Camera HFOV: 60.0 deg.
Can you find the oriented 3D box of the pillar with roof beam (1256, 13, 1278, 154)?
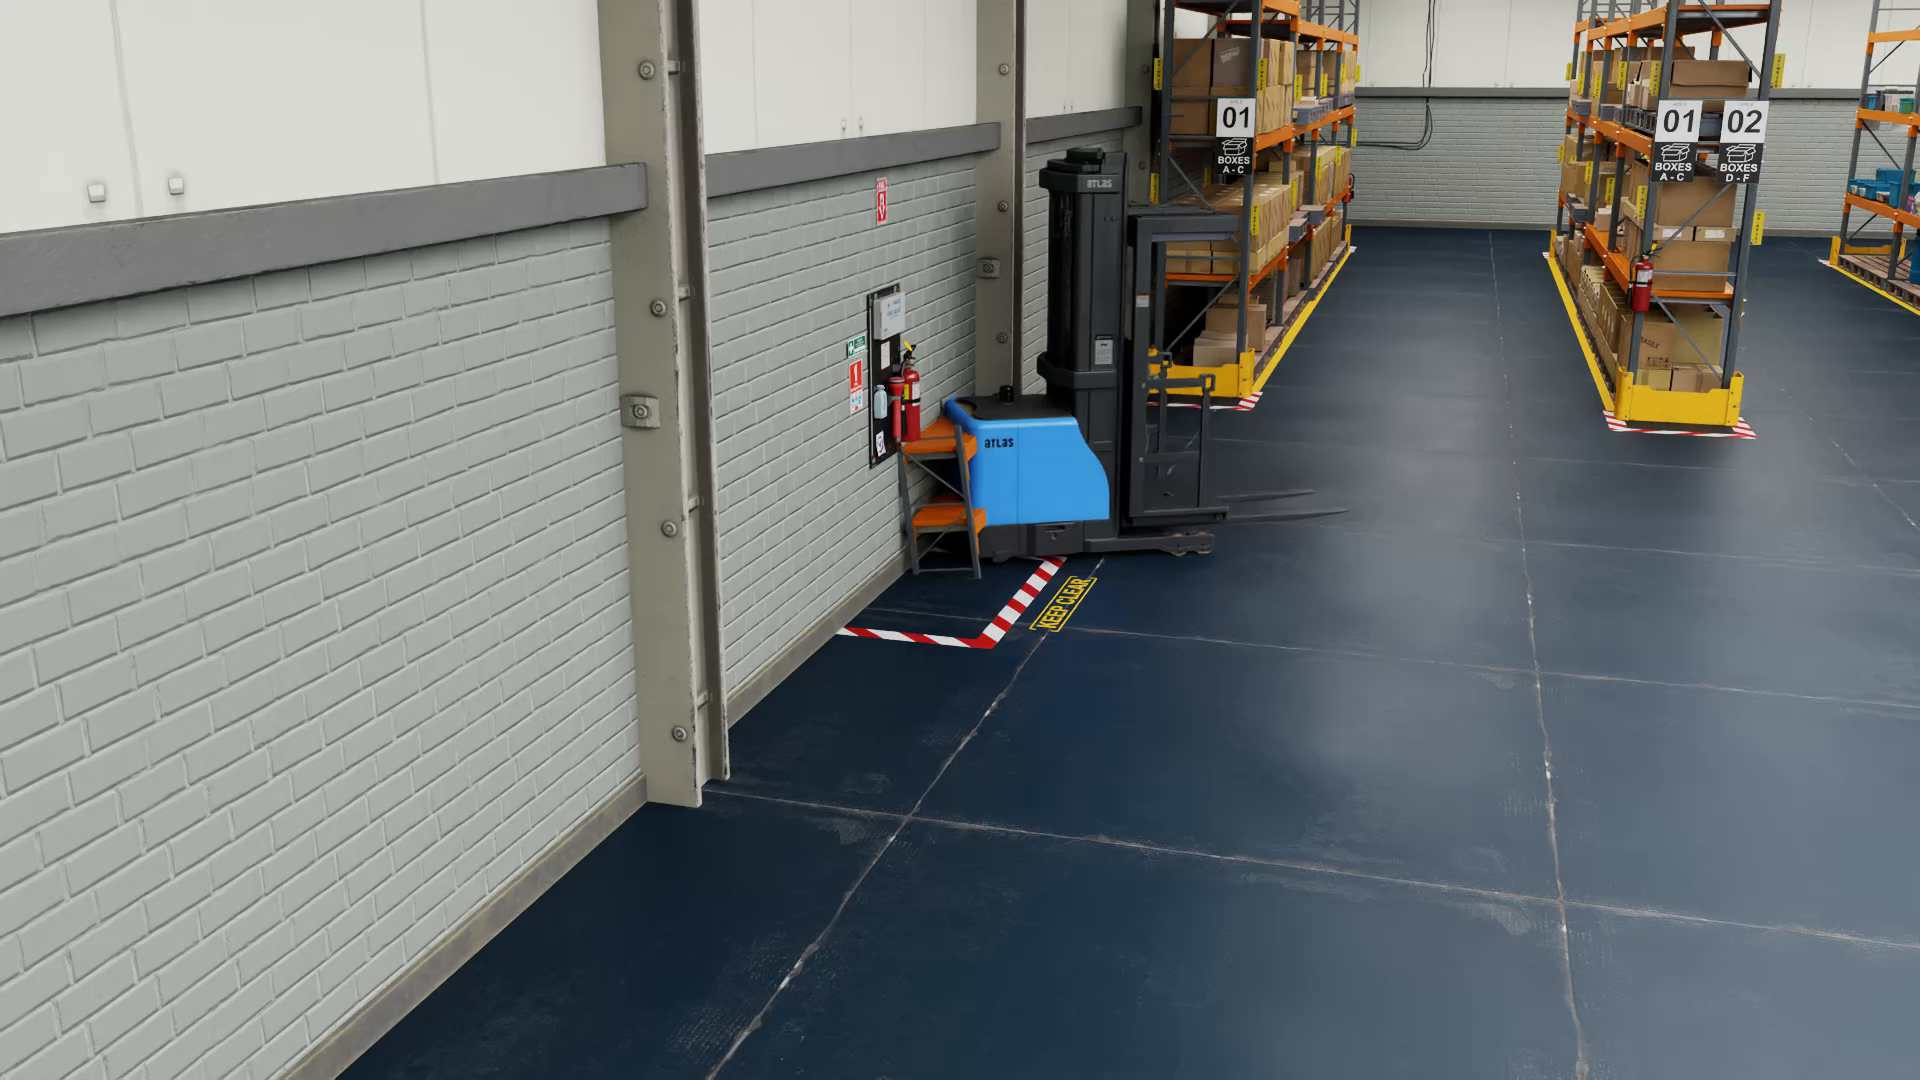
[{"bbox_3d":[9.564,-9.021,28.142,9.100,9.000,0.400,5,16,16],"label":"pillar with roof beam"}]

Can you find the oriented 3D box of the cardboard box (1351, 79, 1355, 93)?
[{"bbox_3d":[7.250,-8.674,31.737,0.500,0.250,0.500,5,17,18],"label":"cardboard box"}]

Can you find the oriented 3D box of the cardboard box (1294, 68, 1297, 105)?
[{"bbox_3d":[4.376,-6.278,23.016,0.500,0.500,0.500,4,16,14],"label":"cardboard box"}]

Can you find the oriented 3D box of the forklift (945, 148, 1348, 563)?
[{"bbox_3d":[1.441,-1.427,12.489,3.031,2.935,1.130,-3,16,-11],"label":"forklift"}]

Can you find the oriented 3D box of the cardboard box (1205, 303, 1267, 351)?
[{"bbox_3d":[3.358,-2.599,20.270,0.700,0.500,0.500,4,16,12],"label":"cardboard box"}]

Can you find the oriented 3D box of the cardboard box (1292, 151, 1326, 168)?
[{"bbox_3d":[5.597,-6.104,26.713,0.500,0.250,0.500,5,17,16],"label":"cardboard box"}]

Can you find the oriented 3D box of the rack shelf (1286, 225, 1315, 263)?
[{"bbox_3d":[4.362,-4.302,23.819,1.077,0.370,4.000,5,16,16],"label":"rack shelf"}]

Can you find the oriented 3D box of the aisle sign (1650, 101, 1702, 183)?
[{"bbox_3d":[7.107,-3.952,16.501,0.394,0.787,0.004,5,16,16],"label":"aisle sign"}]

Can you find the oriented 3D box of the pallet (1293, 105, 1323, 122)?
[{"bbox_3d":[4.363,-5.903,22.990,1.213,0.211,1.003,5,16,16],"label":"pallet"}]

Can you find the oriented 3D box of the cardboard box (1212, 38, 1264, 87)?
[{"bbox_3d":[2.999,-5.142,17.913,0.500,0.500,0.500,3,16,12],"label":"cardboard box"}]

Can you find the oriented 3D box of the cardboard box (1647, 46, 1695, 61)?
[{"bbox_3d":[8.757,-5.834,20.535,0.500,0.500,0.500,5,17,17],"label":"cardboard box"}]

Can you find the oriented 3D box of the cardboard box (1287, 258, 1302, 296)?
[{"bbox_3d":[4.776,-3.988,25.168,0.700,0.500,0.500,5,17,17],"label":"cardboard box"}]

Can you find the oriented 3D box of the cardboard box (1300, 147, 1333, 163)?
[{"bbox_3d":[6.025,-6.505,28.126,0.500,0.250,0.500,5,17,17],"label":"cardboard box"}]

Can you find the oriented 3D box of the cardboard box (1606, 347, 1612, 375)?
[{"bbox_3d":[7.548,-2.001,18.655,0.500,0.250,0.500,5,16,16],"label":"cardboard box"}]

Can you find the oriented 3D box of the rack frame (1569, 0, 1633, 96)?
[{"bbox_3d":[11.954,-9.768,30.775,1.000,3.000,0.127,5,16,16],"label":"rack frame"}]

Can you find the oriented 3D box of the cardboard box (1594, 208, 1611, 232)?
[{"bbox_3d":[9.241,-4.527,23.455,0.500,0.311,0.500,4,16,15],"label":"cardboard box"}]

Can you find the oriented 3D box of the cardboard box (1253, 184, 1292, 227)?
[{"bbox_3d":[3.956,-4.276,21.271,0.500,0.500,0.500,5,16,16],"label":"cardboard box"}]

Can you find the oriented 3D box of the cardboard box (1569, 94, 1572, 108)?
[{"bbox_3d":[11.410,-8.008,30.343,0.500,0.250,0.500,5,16,16],"label":"cardboard box"}]

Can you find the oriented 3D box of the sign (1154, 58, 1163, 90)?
[{"bbox_3d":[2.130,-4.996,17.827,0.100,0.325,0.005,5,16,16],"label":"sign"}]

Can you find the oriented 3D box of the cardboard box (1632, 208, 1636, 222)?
[{"bbox_3d":[7.920,-3.709,19.038,0.380,0.149,0.250,4,16,14],"label":"cardboard box"}]

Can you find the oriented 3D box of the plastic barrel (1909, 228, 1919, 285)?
[{"bbox_3d":[15.395,-4.501,26.278,0.600,0.901,0.708,5,16,16],"label":"plastic barrel"}]

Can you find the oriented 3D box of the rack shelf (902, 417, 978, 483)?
[{"bbox_3d":[-0.056,-0.680,12.155,0.538,0.278,1.000,-2,17,18],"label":"rack shelf"}]

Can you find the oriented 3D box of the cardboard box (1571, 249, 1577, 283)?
[{"bbox_3d":[10.012,-4.334,26.386,0.500,0.500,0.500,4,16,14],"label":"cardboard box"}]

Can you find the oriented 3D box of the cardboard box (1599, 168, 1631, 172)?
[{"bbox_3d":[10.195,-5.437,25.547,0.700,0.500,0.500,8,18,26],"label":"cardboard box"}]

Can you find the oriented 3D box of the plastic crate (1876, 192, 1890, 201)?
[{"bbox_3d":[15.772,-5.831,28.263,0.293,0.136,0.466,5,16,16],"label":"plastic crate"}]

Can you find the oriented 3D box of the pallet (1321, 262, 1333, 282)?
[{"bbox_3d":[5.920,-4.669,28.903,1.003,0.211,1.213,5,16,16],"label":"pallet"}]

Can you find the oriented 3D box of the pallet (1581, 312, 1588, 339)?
[{"bbox_3d":[9.061,-2.917,22.725,1.003,0.211,1.213,5,16,16],"label":"pallet"}]

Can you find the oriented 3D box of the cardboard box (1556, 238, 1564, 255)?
[{"bbox_3d":[11.244,-5.388,30.563,0.500,0.250,0.500,5,16,16],"label":"cardboard box"}]

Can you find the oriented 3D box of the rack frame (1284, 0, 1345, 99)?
[{"bbox_3d":[6.067,-9.104,28.437,1.000,3.000,0.127,5,16,16],"label":"rack frame"}]

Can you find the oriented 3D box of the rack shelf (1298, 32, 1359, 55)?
[{"bbox_3d":[6.636,-9.089,30.434,1.077,0.370,4.000,5,16,16],"label":"rack shelf"}]

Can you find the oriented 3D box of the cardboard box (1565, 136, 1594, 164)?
[{"bbox_3d":[11.434,-7.178,30.622,0.500,0.500,0.500,5,17,16],"label":"cardboard box"}]

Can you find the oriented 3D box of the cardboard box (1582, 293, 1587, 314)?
[{"bbox_3d":[8.967,-3.285,23.185,0.500,0.250,0.500,4,16,14],"label":"cardboard box"}]

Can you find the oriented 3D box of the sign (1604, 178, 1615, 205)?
[{"bbox_3d":[8.021,-4.300,20.517,0.100,0.325,0.005,5,16,16],"label":"sign"}]

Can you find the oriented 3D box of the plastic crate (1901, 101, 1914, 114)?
[{"bbox_3d":[15.396,-6.925,26.640,0.450,0.188,0.662,5,16,16],"label":"plastic crate"}]

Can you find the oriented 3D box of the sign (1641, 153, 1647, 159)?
[{"bbox_3d":[11.351,-6.350,27.598,0.100,0.325,0.005,5,16,16],"label":"sign"}]

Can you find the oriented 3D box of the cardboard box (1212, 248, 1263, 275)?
[{"bbox_3d":[3.100,-3.119,18.568,0.500,0.250,0.500,4,16,14],"label":"cardboard box"}]

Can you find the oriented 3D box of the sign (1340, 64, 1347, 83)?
[{"bbox_3d":[6.590,-8.022,28.593,0.100,0.325,0.005,5,16,16],"label":"sign"}]

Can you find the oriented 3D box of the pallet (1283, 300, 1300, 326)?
[{"bbox_3d":[4.358,-3.308,24.104,1.003,0.211,1.213,5,16,16],"label":"pallet"}]

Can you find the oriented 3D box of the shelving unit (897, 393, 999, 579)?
[{"bbox_3d":[-0.018,-0.401,12.236,0.538,1.125,1.048,-2,17,18],"label":"shelving unit"}]

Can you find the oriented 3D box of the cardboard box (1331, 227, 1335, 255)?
[{"bbox_3d":[6.524,-5.537,30.663,0.700,0.500,0.500,4,16,15],"label":"cardboard box"}]

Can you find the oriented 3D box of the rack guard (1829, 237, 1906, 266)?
[{"bbox_3d":[16.697,-5.301,30.603,1.175,0.500,0.348,5,16,16],"label":"rack guard"}]

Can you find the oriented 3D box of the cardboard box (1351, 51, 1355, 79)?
[{"bbox_3d":[7.105,-8.904,31.174,0.500,0.500,0.500,5,17,18],"label":"cardboard box"}]

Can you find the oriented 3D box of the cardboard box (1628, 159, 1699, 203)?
[{"bbox_3d":[8.424,-4.298,19.924,0.700,0.500,0.500,5,17,16],"label":"cardboard box"}]

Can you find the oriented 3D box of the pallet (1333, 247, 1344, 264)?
[{"bbox_3d":[6.703,-5.390,31.445,1.003,0.211,1.213,5,16,16],"label":"pallet"}]

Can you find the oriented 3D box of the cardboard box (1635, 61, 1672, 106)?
[{"bbox_3d":[7.955,-5.083,18.541,0.797,0.503,0.637,7,17,22],"label":"cardboard box"}]

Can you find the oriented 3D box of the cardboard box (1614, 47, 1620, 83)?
[{"bbox_3d":[9.956,-7.008,24.526,0.500,0.500,0.500,5,16,16],"label":"cardboard box"}]

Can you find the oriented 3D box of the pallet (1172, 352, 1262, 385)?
[{"bbox_3d":[2.943,-1.967,19.377,1.003,0.211,1.213,5,16,16],"label":"pallet"}]

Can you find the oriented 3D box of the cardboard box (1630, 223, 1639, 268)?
[{"bbox_3d":[8.134,-3.404,19.151,0.700,0.500,0.500,5,17,17],"label":"cardboard box"}]

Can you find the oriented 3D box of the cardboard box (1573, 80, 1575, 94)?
[{"bbox_3d":[11.274,-8.117,29.812,0.500,0.250,0.500,5,16,16],"label":"cardboard box"}]

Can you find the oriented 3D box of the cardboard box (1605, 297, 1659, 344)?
[{"bbox_3d":[7.688,-2.492,19.014,0.500,0.500,0.500,5,16,16],"label":"cardboard box"}]

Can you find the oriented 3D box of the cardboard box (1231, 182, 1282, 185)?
[{"bbox_3d":[3.971,-4.515,22.263,0.700,0.500,0.500,5,16,16],"label":"cardboard box"}]

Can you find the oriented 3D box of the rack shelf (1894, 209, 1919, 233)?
[{"bbox_3d":[14.997,-4.581,24.800,1.077,0.370,4.000,5,16,16],"label":"rack shelf"}]

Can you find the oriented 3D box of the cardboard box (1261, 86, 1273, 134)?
[{"bbox_3d":[3.179,-4.785,18.487,0.500,0.500,0.500,6,17,20],"label":"cardboard box"}]

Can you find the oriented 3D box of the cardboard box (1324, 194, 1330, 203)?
[{"bbox_3d":[6.058,-5.791,28.172,0.380,0.149,0.250,5,16,16],"label":"cardboard box"}]

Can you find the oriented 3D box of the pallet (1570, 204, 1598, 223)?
[{"bbox_3d":[9.806,-4.879,24.885,1.213,0.211,1.003,5,16,16],"label":"pallet"}]

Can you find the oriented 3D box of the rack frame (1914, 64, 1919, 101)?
[{"bbox_3d":[15.566,-8.336,25.728,1.000,3.000,0.127,5,16,16],"label":"rack frame"}]

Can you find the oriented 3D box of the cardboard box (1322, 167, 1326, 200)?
[{"bbox_3d":[5.614,-5.746,26.825,0.500,0.500,0.500,5,16,16],"label":"cardboard box"}]

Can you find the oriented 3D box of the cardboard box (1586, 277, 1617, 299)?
[{"bbox_3d":[8.817,-3.417,22.622,0.500,0.311,0.500,4,16,15],"label":"cardboard box"}]
